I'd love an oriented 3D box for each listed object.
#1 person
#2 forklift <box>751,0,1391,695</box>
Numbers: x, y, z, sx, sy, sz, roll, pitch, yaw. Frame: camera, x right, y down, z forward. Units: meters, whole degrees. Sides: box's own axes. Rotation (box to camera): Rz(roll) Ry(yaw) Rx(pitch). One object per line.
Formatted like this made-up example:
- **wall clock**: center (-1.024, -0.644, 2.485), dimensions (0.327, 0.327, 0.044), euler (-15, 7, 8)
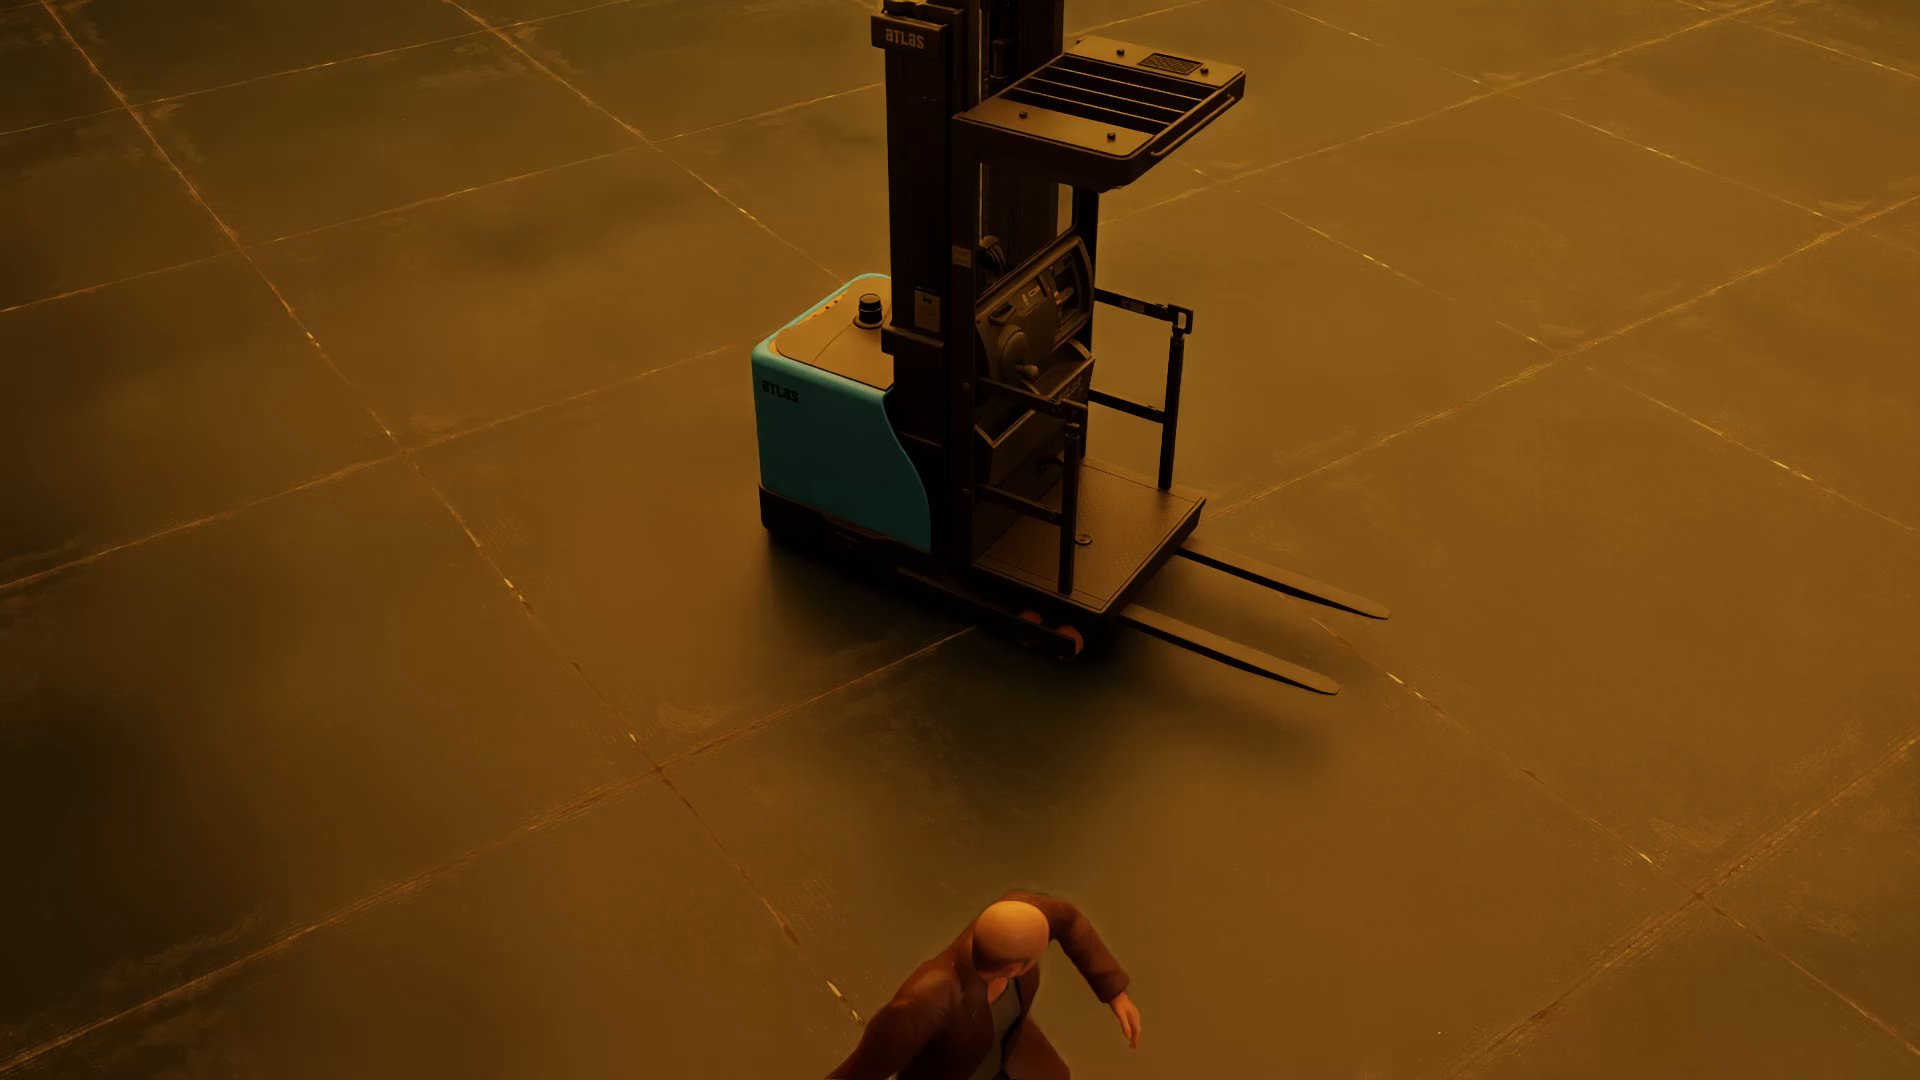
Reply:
- **person**: center (0.007, 1.630, 4.936), dimensions (1.069, 1.688, 0.539), euler (-25, 43, -29)
- **forklift**: center (0.514, -0.985, 7.276), dimensions (3.031, 2.935, 1.130), euler (21, 41, 26)
